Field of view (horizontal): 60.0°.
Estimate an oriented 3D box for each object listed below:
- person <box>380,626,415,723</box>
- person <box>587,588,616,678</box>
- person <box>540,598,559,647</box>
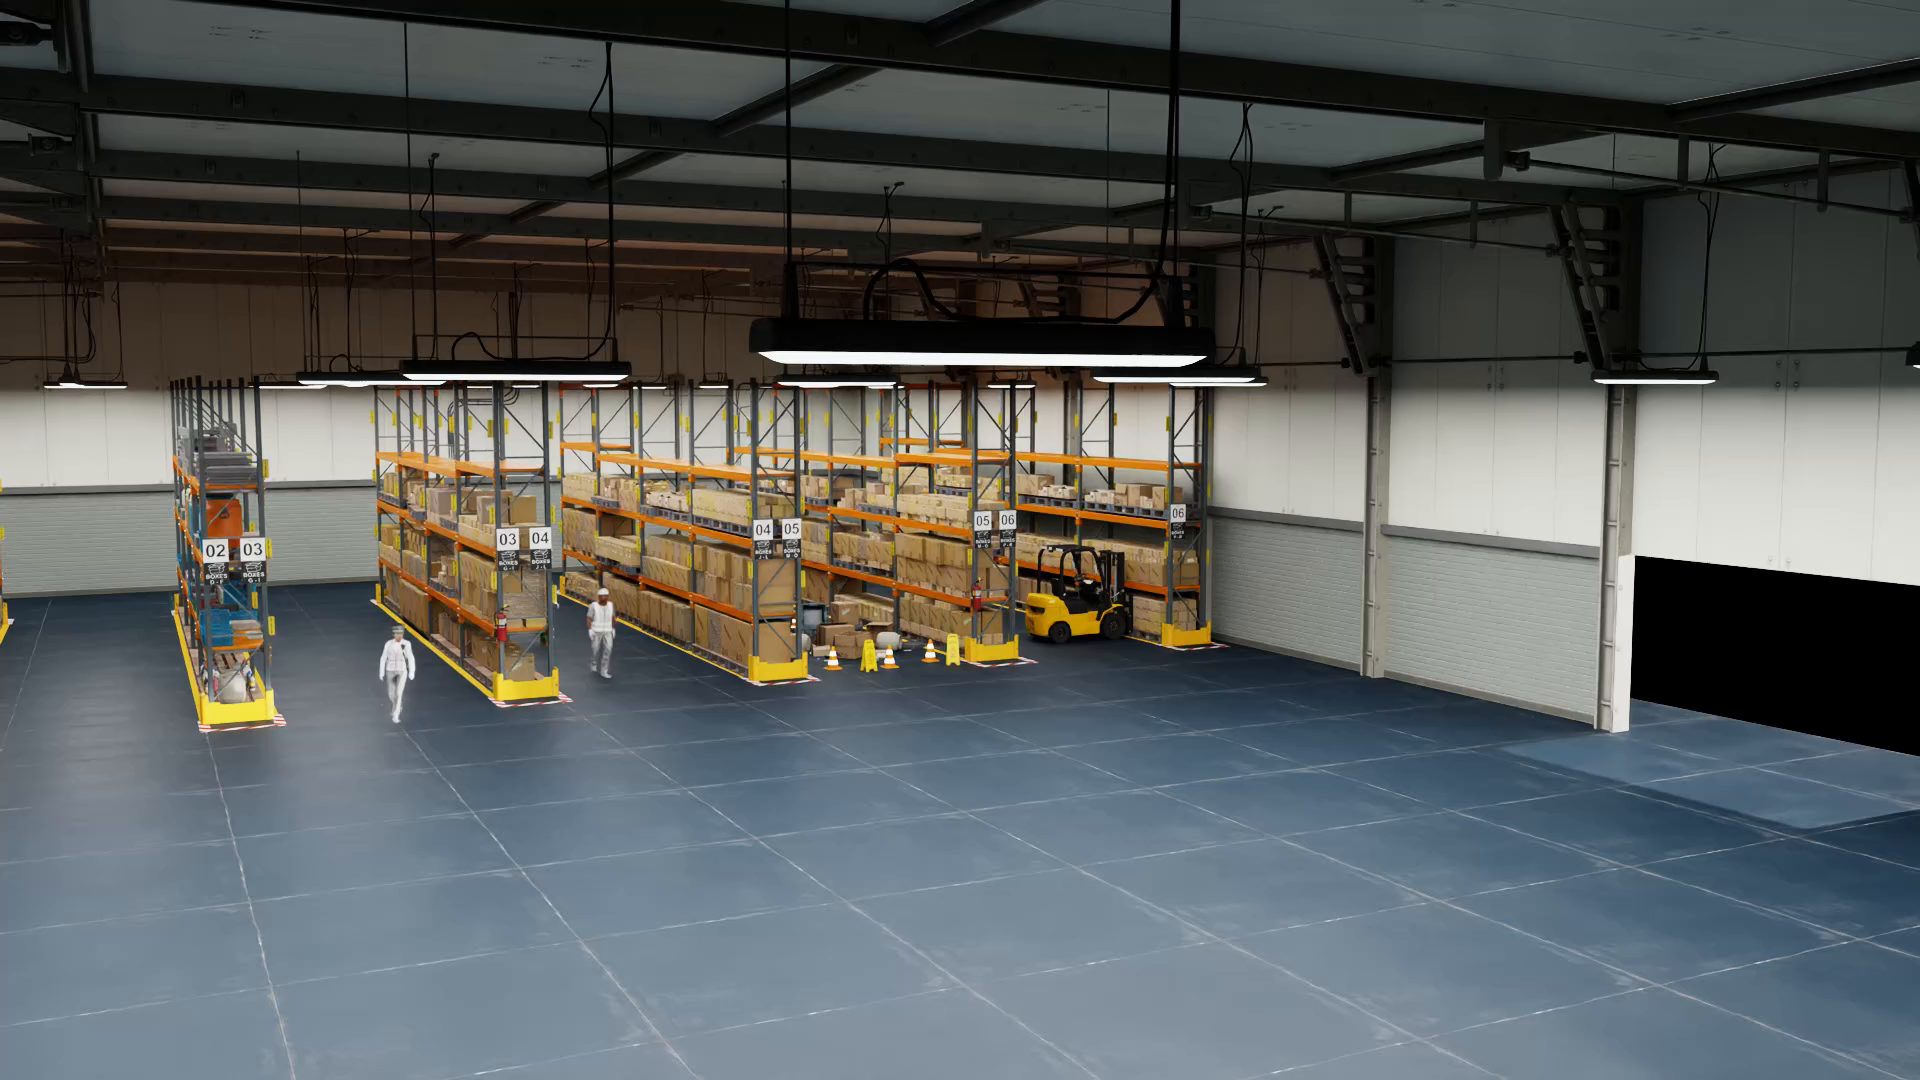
[{"bbox_3d":[-9.863,2.327,29.163,0.560,1.667,0.742,-1,5,-10],"label":"person"},{"bbox_3d":[-7.235,1.880,33.628,0.652,1.798,0.726,-3,6,-33],"label":"person"},{"bbox_3d":[-9.375,1.496,37.749,0.668,1.818,0.550,4,6,38],"label":"person"}]
